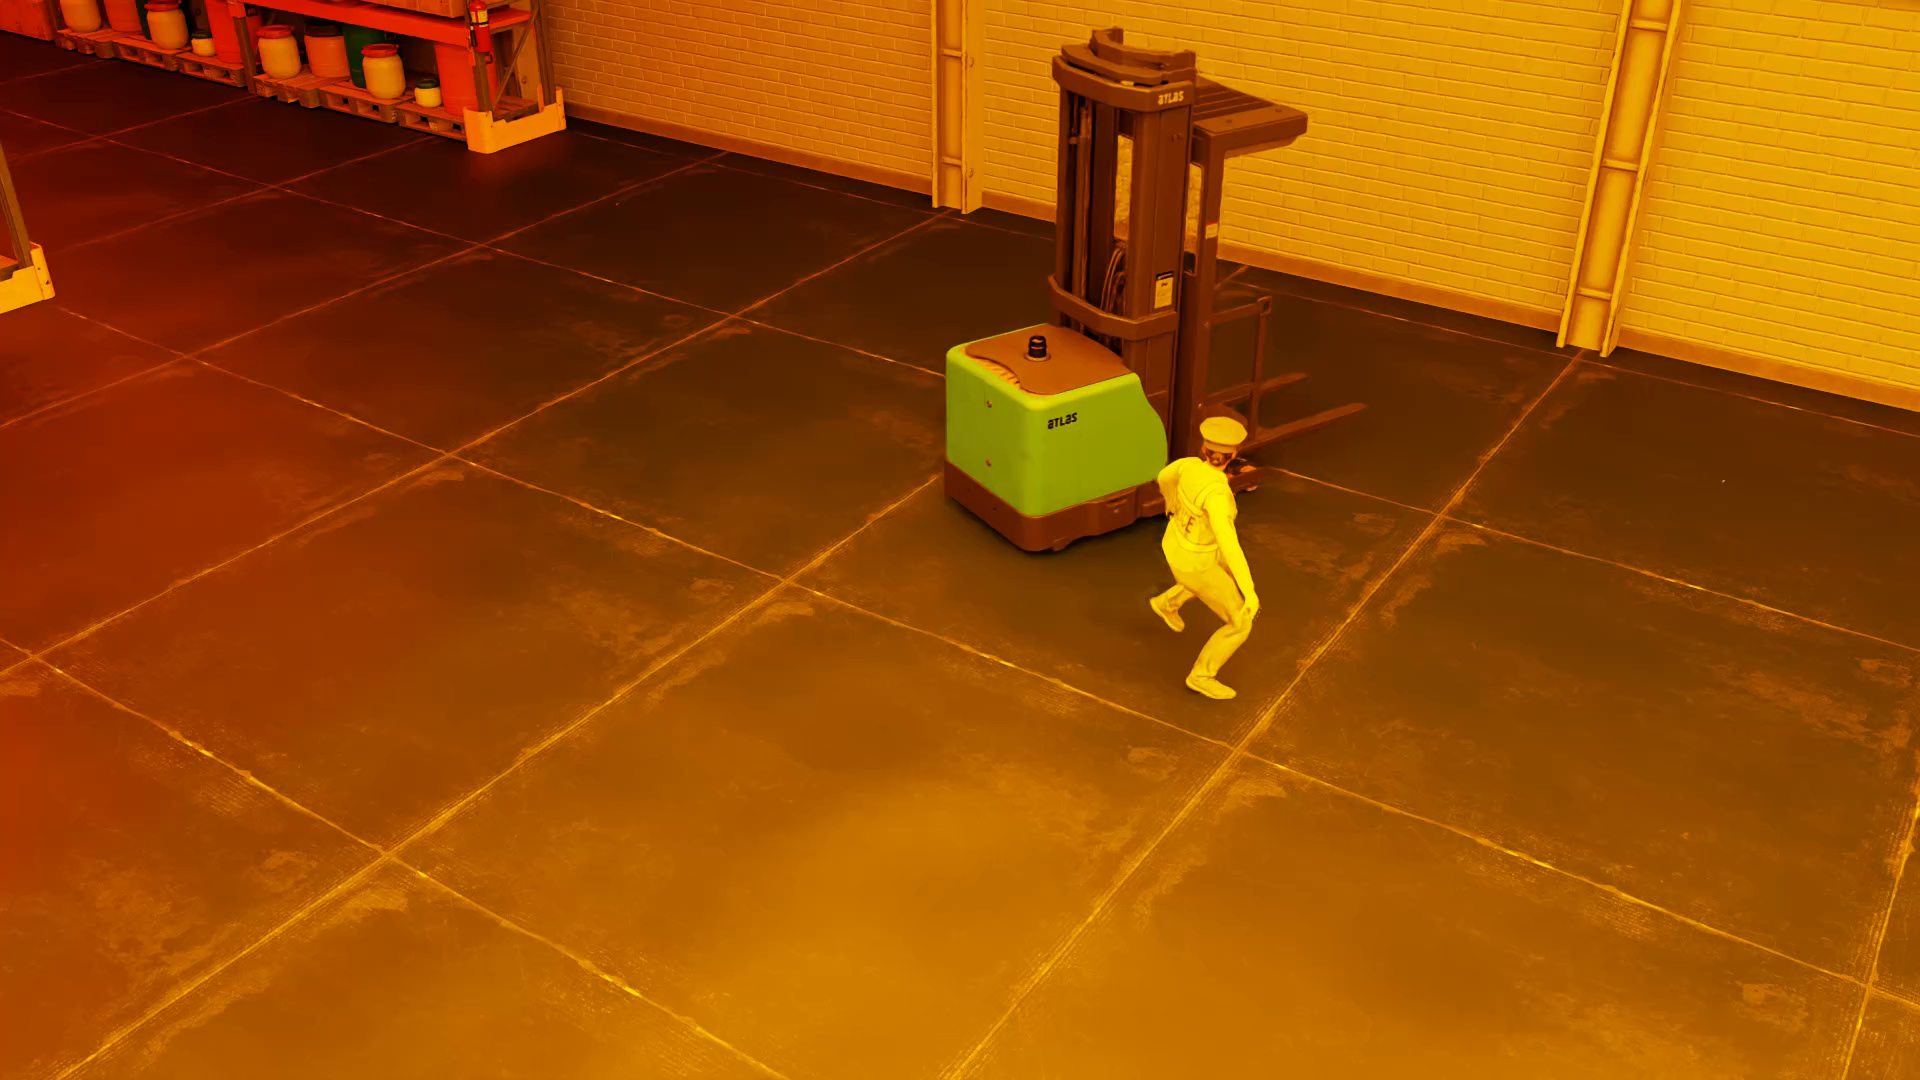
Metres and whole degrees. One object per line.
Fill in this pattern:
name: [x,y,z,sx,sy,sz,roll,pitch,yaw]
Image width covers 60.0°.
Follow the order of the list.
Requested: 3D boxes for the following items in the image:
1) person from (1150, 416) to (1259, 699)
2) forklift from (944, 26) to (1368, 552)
person: [1.326,0.076,8.875,0.483,1.555,0.908,-3,30,-4]
forklift: [1.414,-1.746,10.588,3.031,2.935,1.130,-18,35,-28]
